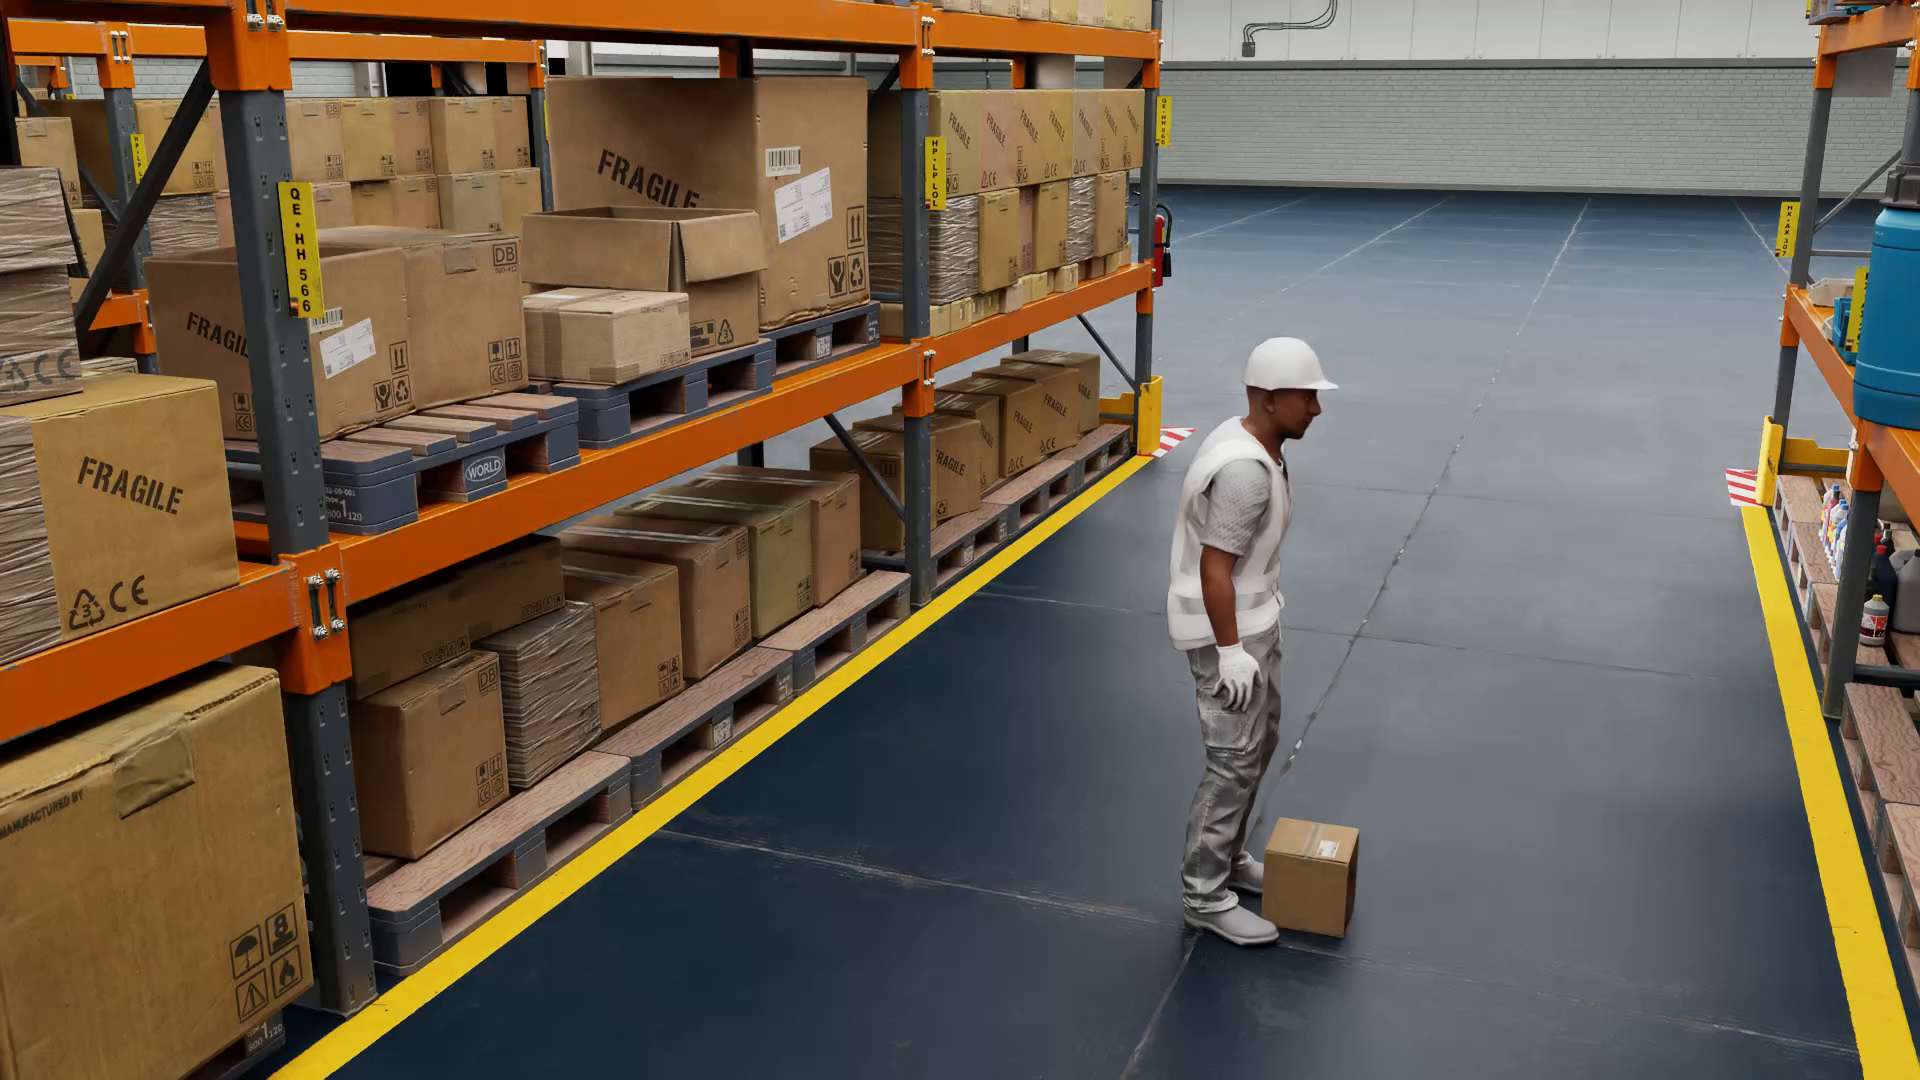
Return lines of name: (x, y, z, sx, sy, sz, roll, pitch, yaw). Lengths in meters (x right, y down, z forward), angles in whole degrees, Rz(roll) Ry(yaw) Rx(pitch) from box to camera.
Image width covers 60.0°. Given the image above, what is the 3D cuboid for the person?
person: (0.855, 0.280, 4.979, 0.452, 1.772, 0.616, 5, 16, 18)
